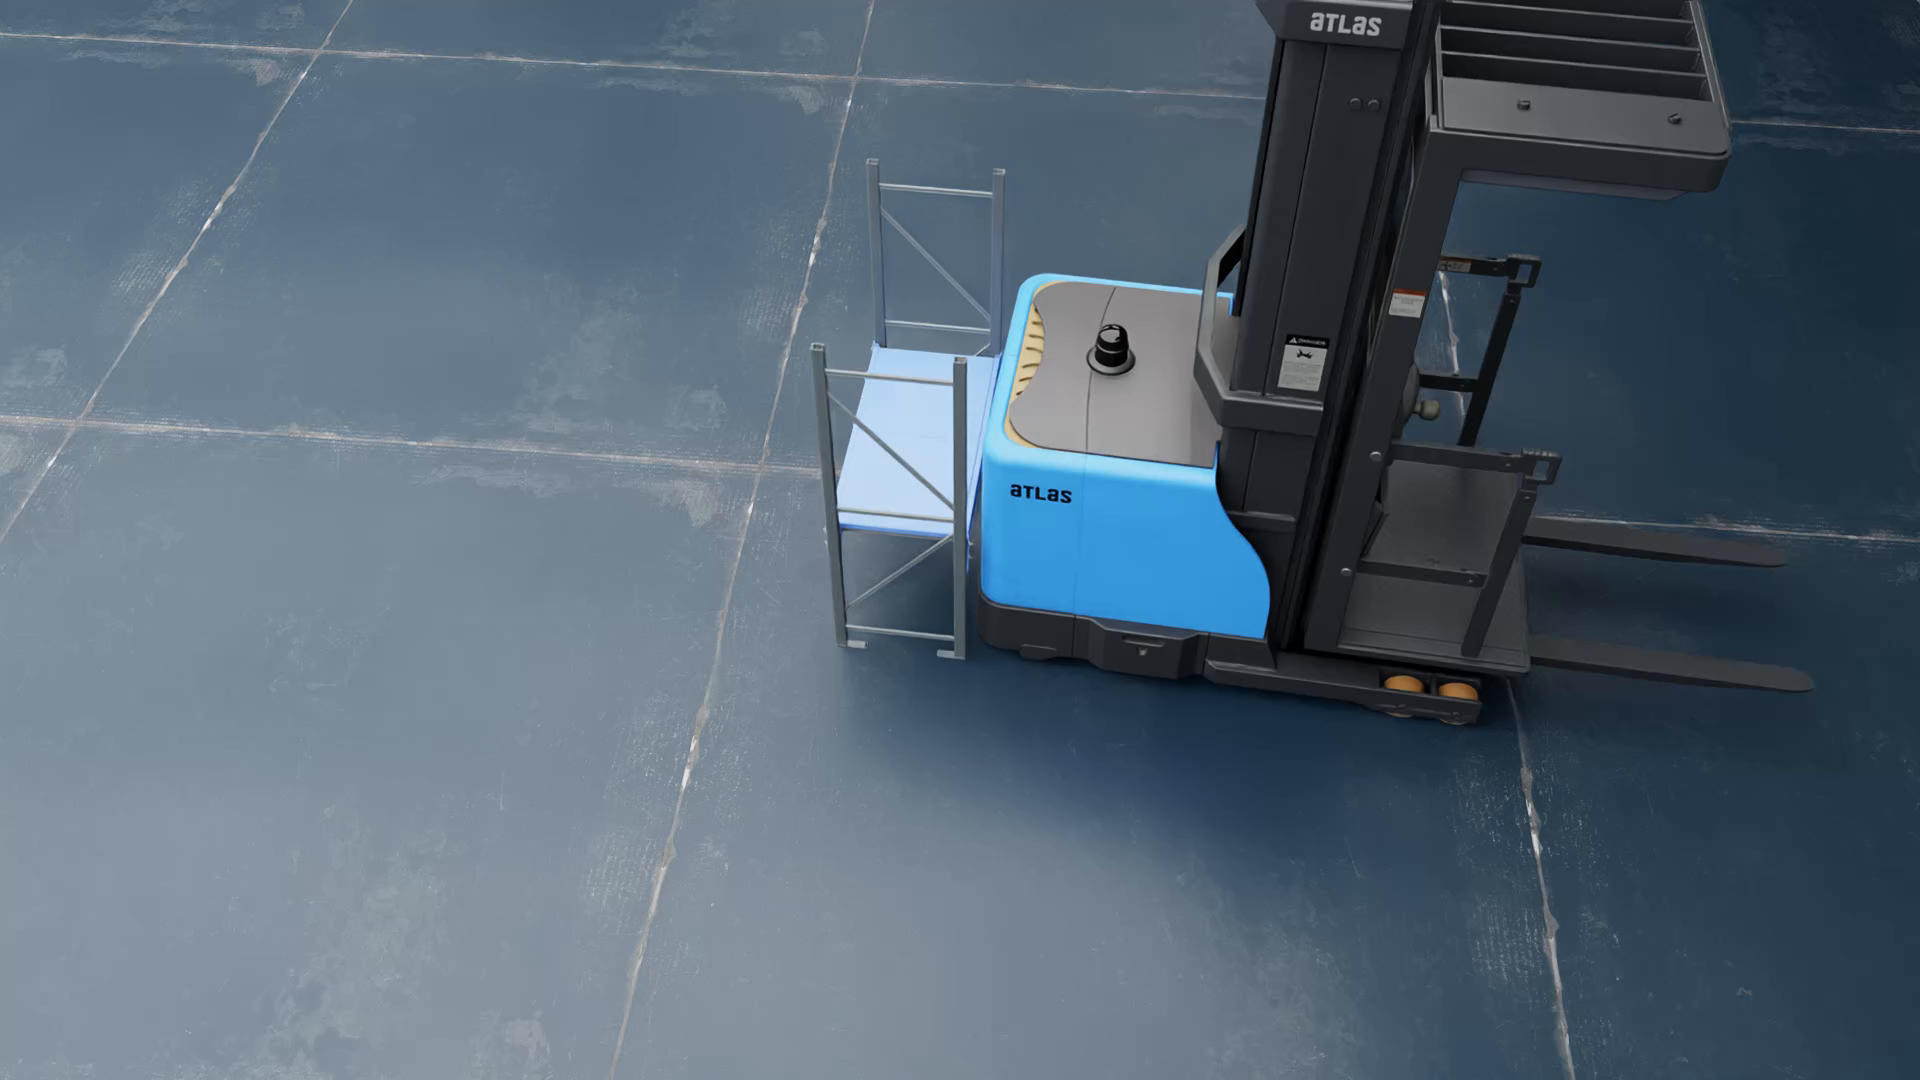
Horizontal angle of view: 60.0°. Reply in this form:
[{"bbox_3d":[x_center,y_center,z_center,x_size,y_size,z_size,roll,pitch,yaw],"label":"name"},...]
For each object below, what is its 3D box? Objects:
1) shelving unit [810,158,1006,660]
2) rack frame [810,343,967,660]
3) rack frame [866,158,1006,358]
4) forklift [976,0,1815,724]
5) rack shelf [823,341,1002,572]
[{"bbox_3d":[-0.156,-0.457,6.151,0.538,1.500,1.048,6,48,5],"label":"shelving unit"},{"bbox_3d":[-0.226,-0.085,5.811,0.500,1.500,0.032,6,48,5],"label":"rack frame"},{"bbox_3d":[-0.087,-0.828,6.491,0.500,1.500,0.032,6,48,5],"label":"rack frame"},{"bbox_3d":[1.629,-0.736,5.437,3.031,2.935,1.130,7,48,7],"label":"forklift"},{"bbox_3d":[-0.156,-0.335,6.284,0.538,0.185,1.000,6,48,5],"label":"rack shelf"}]
